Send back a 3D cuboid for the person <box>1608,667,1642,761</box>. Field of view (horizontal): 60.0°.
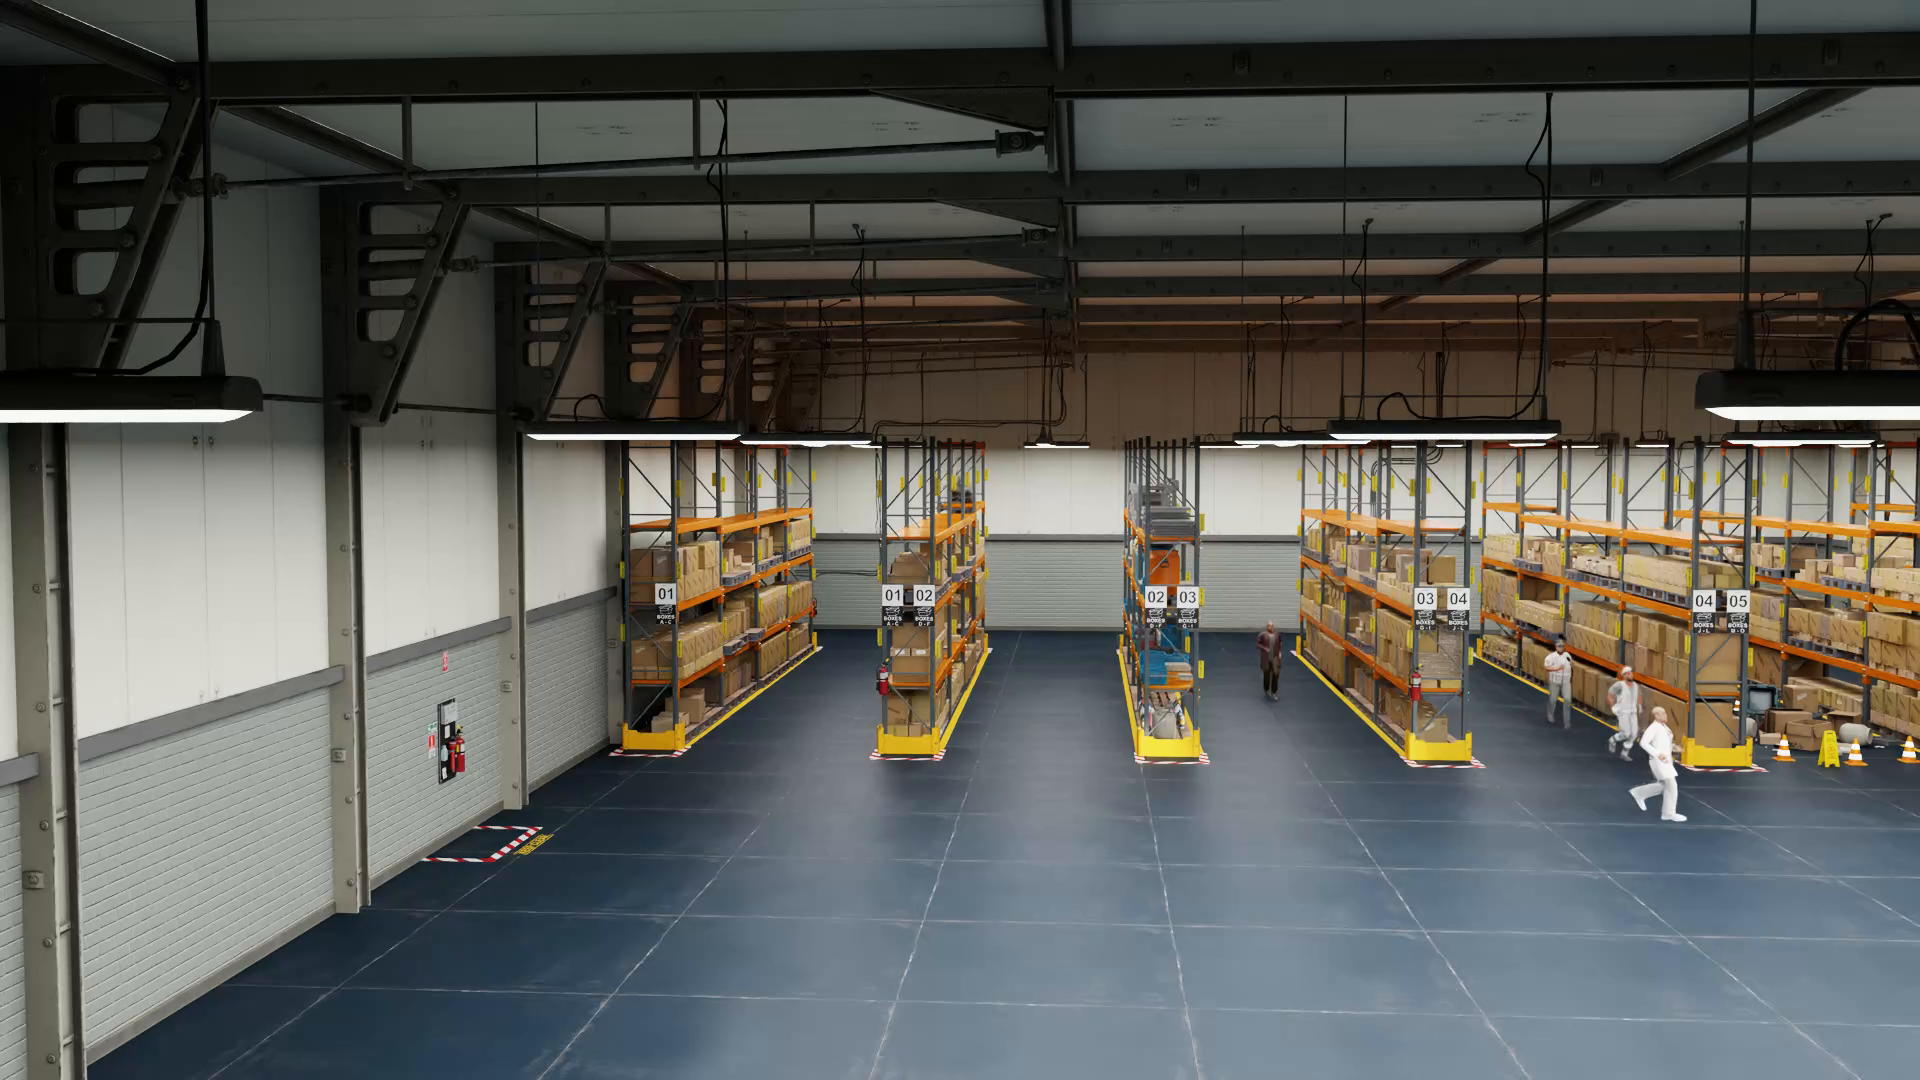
[{"bbox_3d":[12.345,3.207,30.830,0.654,1.733,0.564,-1,3,-18],"label":"person"}]

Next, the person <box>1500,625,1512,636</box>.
[{"bbox_3d":[15.719,2.377,47.431,0.687,1.653,0.564,0,3,9],"label":"person"}]

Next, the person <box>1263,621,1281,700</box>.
[{"bbox_3d":[7.174,2.791,38.525,0.650,1.832,0.822,0,3,2],"label":"person"}]

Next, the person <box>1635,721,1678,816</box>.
[{"bbox_3d":[10.834,3.529,25.884,0.691,1.460,0.719,2,4,39],"label":"person"}]

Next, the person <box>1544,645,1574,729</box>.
[{"bbox_3d":[12.486,3.003,34.640,0.642,1.785,0.845,0,3,5],"label":"person"}]
